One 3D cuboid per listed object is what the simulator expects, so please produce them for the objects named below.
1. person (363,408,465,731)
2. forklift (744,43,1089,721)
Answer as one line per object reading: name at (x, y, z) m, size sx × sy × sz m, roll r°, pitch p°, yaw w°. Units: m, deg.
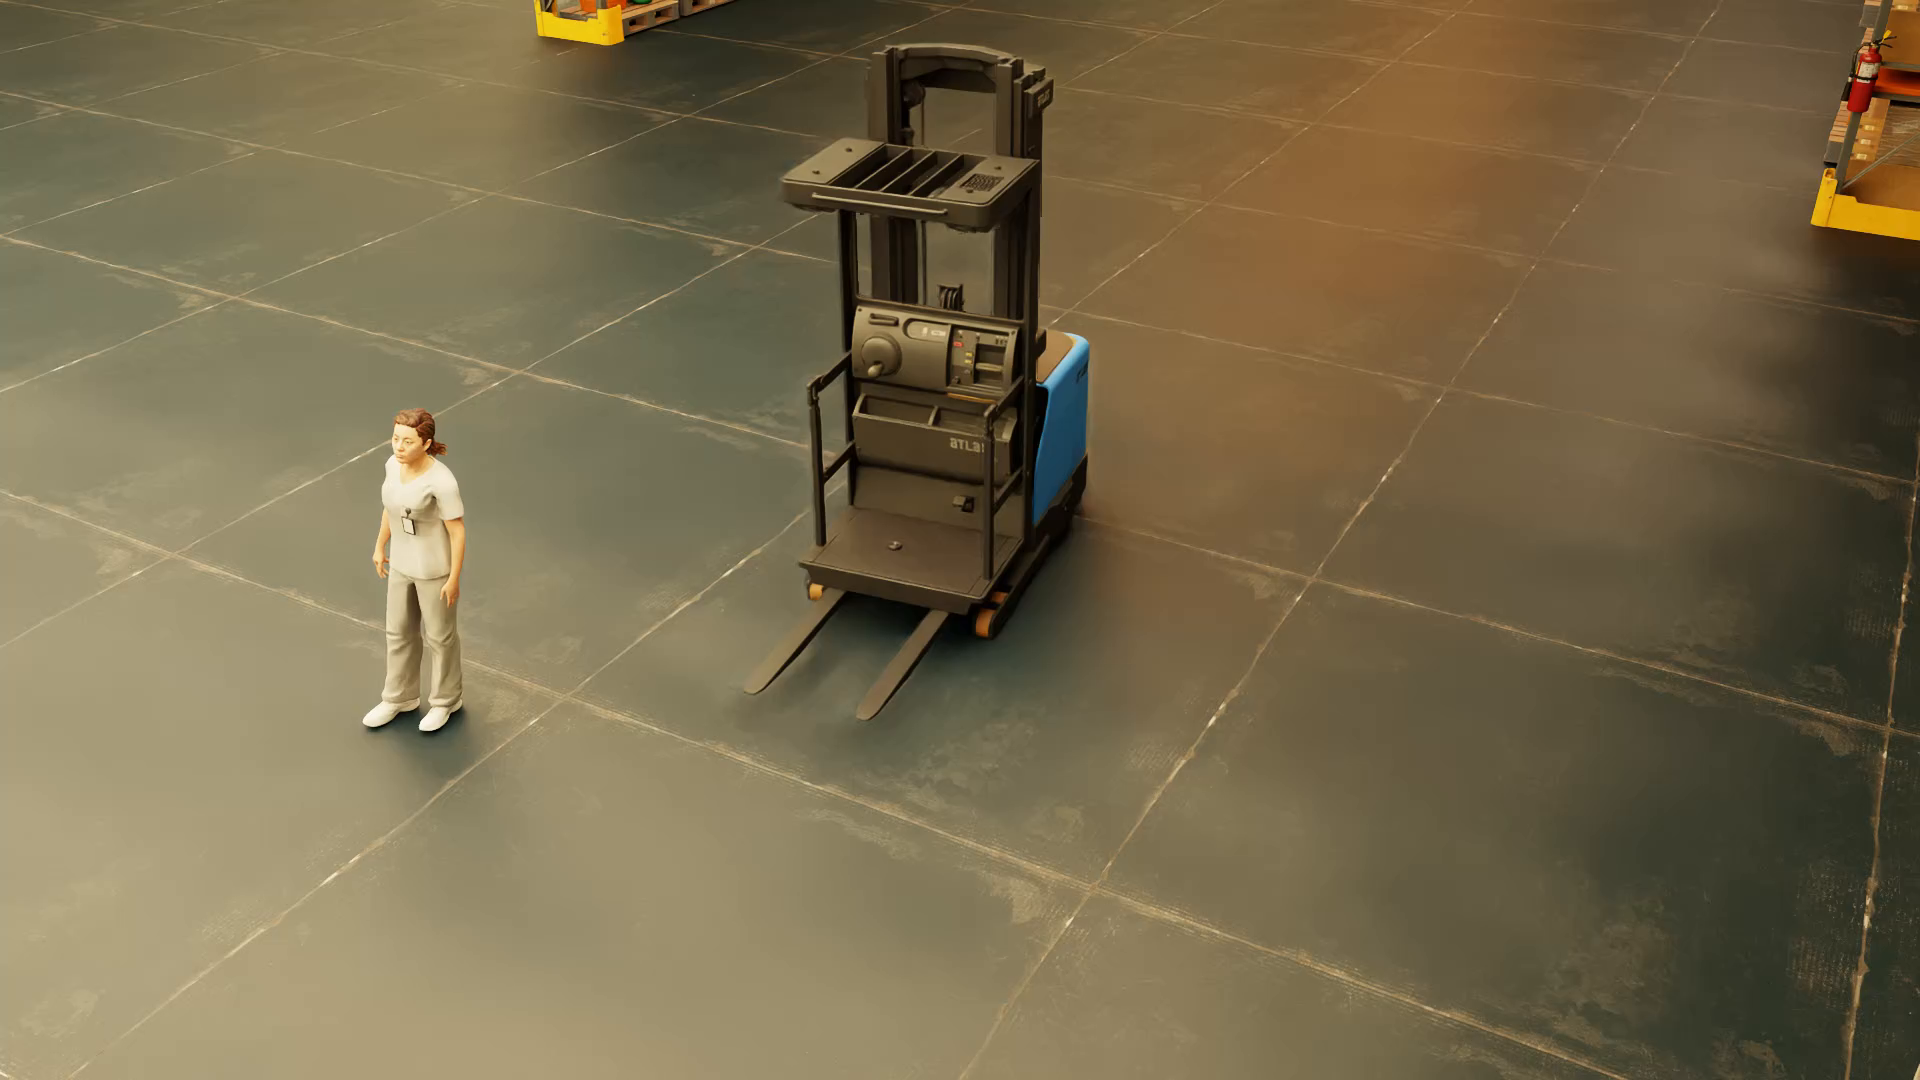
person at (-2.643, 0.164, 8.028) m, size 0.549 × 1.674 × 0.549 m, roll 16°, pitch 34°, yaw 25°
forklift at (-0.215, -0.968, 8.747) m, size 1.130 × 2.935 × 3.031 m, roll 11°, pitch 32°, yaw 18°
